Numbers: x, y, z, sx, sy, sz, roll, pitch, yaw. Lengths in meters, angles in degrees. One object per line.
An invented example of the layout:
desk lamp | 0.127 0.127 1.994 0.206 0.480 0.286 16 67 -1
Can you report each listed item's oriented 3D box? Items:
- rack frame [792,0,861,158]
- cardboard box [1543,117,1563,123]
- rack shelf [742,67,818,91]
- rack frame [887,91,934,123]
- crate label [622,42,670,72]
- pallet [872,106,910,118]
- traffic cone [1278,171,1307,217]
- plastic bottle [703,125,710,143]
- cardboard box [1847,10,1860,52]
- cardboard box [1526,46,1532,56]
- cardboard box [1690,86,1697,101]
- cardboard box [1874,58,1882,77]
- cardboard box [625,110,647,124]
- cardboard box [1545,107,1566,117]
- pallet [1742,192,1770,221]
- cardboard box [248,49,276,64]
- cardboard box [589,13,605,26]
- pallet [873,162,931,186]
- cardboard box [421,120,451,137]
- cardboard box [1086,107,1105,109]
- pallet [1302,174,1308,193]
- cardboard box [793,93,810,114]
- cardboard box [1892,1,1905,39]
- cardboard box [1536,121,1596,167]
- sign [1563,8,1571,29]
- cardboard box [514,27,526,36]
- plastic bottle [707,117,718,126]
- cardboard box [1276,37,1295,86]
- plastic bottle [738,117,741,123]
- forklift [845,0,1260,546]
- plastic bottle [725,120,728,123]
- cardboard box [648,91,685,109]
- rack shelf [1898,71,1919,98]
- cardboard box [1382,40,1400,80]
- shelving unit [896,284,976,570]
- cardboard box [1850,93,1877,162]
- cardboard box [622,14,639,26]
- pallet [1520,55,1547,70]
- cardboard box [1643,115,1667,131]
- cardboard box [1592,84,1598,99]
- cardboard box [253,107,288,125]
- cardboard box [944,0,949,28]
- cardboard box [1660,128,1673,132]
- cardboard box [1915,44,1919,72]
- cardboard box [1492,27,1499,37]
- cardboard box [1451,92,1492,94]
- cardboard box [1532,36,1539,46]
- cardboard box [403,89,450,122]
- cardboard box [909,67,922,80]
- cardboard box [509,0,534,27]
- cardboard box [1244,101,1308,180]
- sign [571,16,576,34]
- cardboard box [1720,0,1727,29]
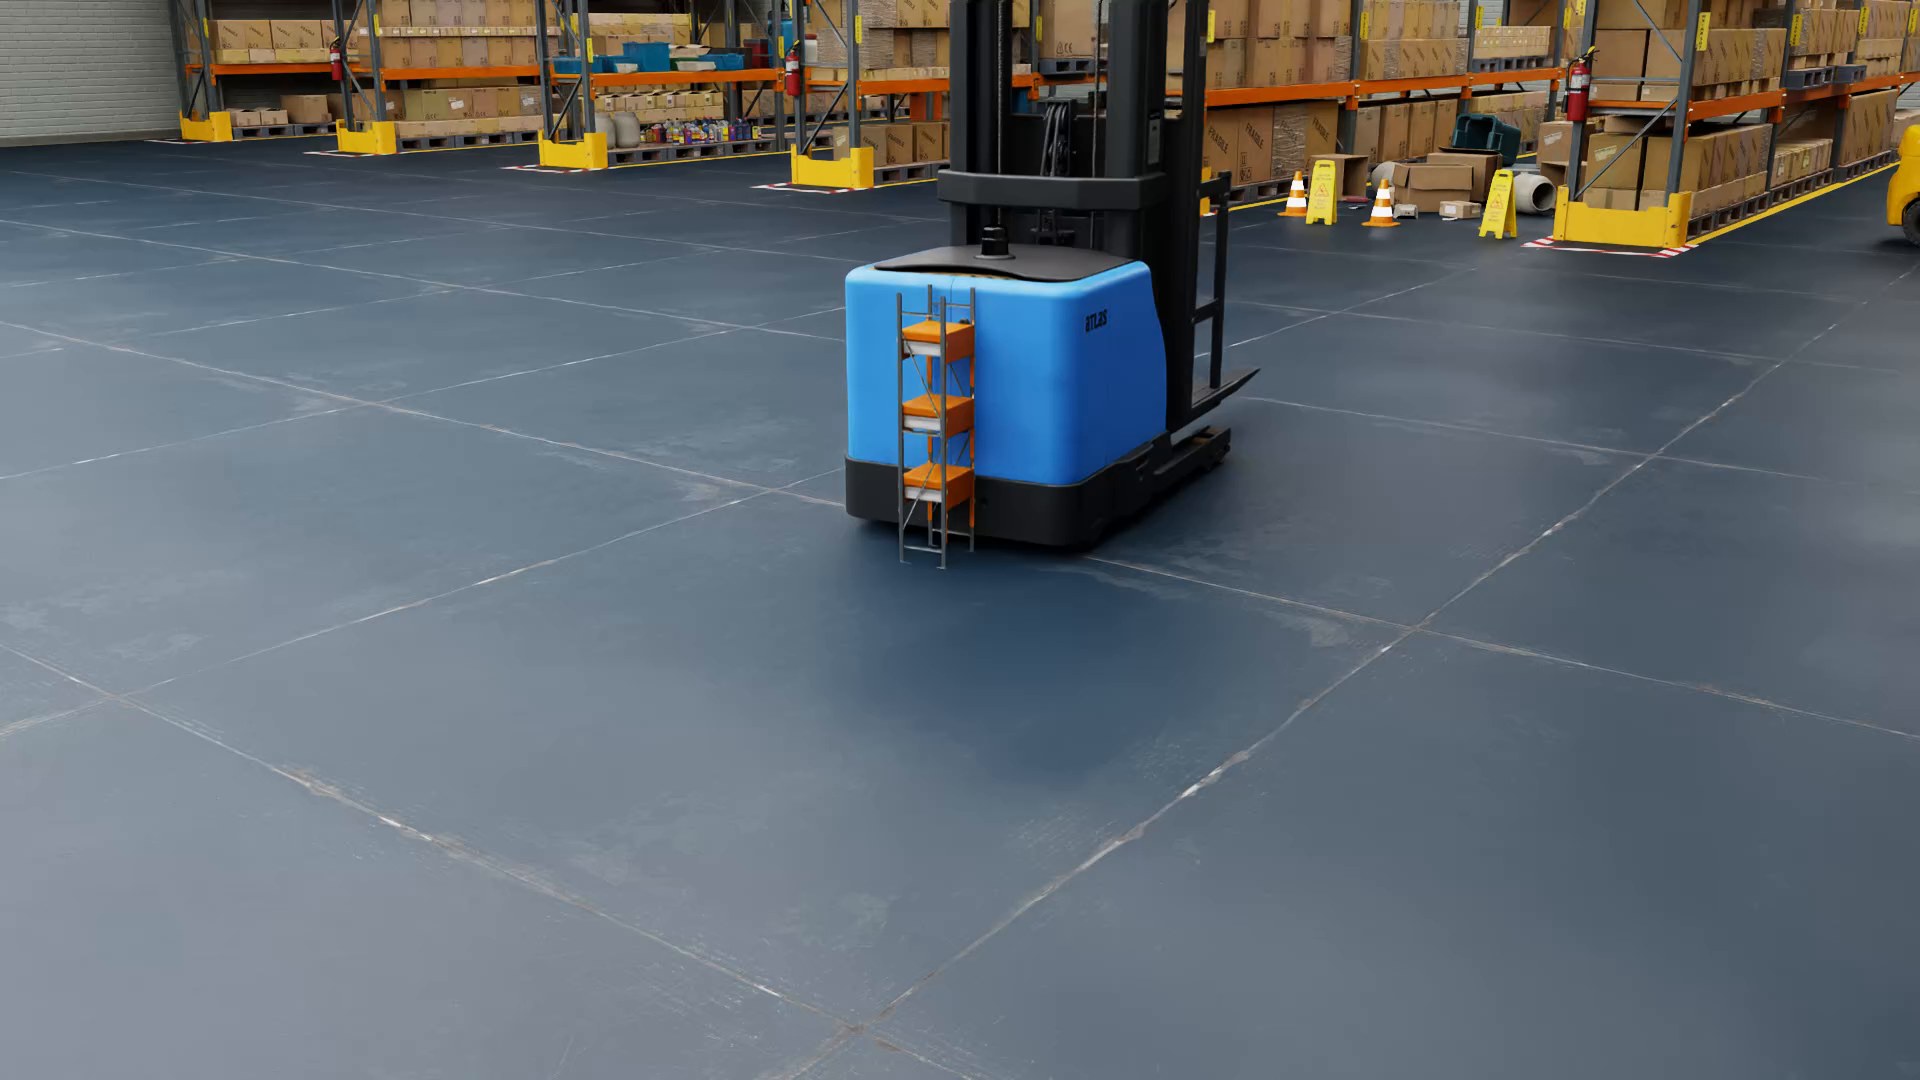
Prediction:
rack frame | -1.699 -6.021 21.073 1.000 3.000 0.127 12 21 35
cardboard box | 9.847 -6.989 27.789 0.380 0.149 0.250 14 22 37
rack shelf | -2.102 -7.981 28.600 1.077 0.370 4.000 12 21 35
rack frame | -0.910 -8.801 30.027 1.000 3.000 0.127 12 21 35
crate label | -4.798 -7.399 25.452 0.502 0.435 0.616 12 21 35
pallet | -1.367 -9.753 37.796 1.003 0.211 1.213 12 21 35
traffic cone | 3.681 -3.784 18.149 0.336 0.463 0.334 12 21 35
plastic bottle | -3.962 -6.333 25.939 0.097 0.271 0.097 0 17 0
cardboard box | 10.979 -6.408 20.942 0.500 0.500 0.500 12 21 33
cardboard box | 8.842 -7.749 26.353 0.380 0.149 0.250 11 20 32
cardboard box | 6.767 -4.256 15.816 0.380 0.149 0.250 13 21 35
cardboard box | 12.420 -6.543 23.008 0.500 0.250 0.500 12 21 35
cardboard box | -6.218 -7.910 31.085 0.500 0.250 0.500 12 21 33
cardboard box | 9.957 -7.202 27.973 0.380 0.149 0.250 14 22 37
pallet | 8.271 -3.724 18.380 1.003 0.211 1.213 12 21 35
cardboard box | -12.790 -8.771 30.148 0.500 0.250 0.500 12 21 33
cardboard box | -8.070 -11.300 36.106 0.500 0.250 0.500 12 21 34
pallet | -1.142 -4.894 22.148 1.003 0.211 1.213 12 21 35
cardboard box | -8.860 -6.868 27.729 0.500 0.250 0.500 12 21 35
cardboard box | 2.364 -6.645 26.557 0.700 0.500 0.500 10 20 30
pallet | 4.091 -4.574 21.116 1.003 0.211 1.213 12 21 35
cardboard box | -3.468 -9.121 34.531 0.500 0.500 0.500 12 21 33
cardboard box | 13.043 -7.377 23.588 0.500 0.500 0.500 13 21 36
cardboard box | 7.195 -4.697 19.750 0.500 0.500 0.500 12 21 35
sign | 9.822 -8.434 26.892 0.100 0.325 0.005 12 21 35
cardboard box | -7.718 -8.795 28.747 0.380 0.149 0.250 12 21 35
plastic bottle | -3.992 -6.649 26.822 0.144 0.351 0.185 12 21 35
cardboard box | 3.436 -5.668 19.684 0.875 0.550 0.500 12 21 35
plastic bottle | -3.562 -6.615 26.711 0.144 0.351 0.185 12 21 35
forklift | 0.641 -1.768 7.495 1.130 2.935 3.031 8 19 25
plastic bottle | -3.836 -6.757 27.304 0.097 0.271 0.097 0 17 0
cardboard box | -5.608 -8.420 31.781 0.500 0.311 0.500 12 21 34
rack shelf | 14.601 -7.260 26.278 1.077 0.370 4.000 12 21 35
cardboard box | 5.437 -6.319 21.864 0.500 0.500 0.500 13 21 35
shelving unit | -0.089 -0.431 6.363 0.215 1.050 0.252 8 19 25
cardboard box | 12.039 -5.722 22.987 0.875 0.875 0.875 13 21 35
cardboard box | -7.476 -11.543 36.887 0.500 0.250 0.500 12 21 34
pallet | 8.802 -7.730 26.902 1.003 0.211 1.213 12 21 35
cardboard box | 7.003 -4.283 17.047 0.380 0.149 0.250 14 22 37
cardboard box | 6.372 -4.356 16.137 0.380 0.149 0.250 12 21 34
cardboard box | -12.809 -7.857 30.779 0.500 0.311 0.500 15 22 39
cardboard box | -0.259 -7.128 22.283 0.500 0.500 0.500 12 21 35
cardboard box | 7.142 -3.996 17.217 0.500 0.500 0.500 12 21 33
cardboard box | 14.504 -7.477 25.595 0.500 0.500 0.500 13 21 35
cardboard box | 7.887 -7.651 25.036 0.380 0.149 0.250 11 21 32
cardboard box | 8.099 -6.966 26.359 0.500 0.250 0.500 13 22 37
cardboard box | 8.989 -7.950 26.499 0.380 0.149 0.250 14 22 37
cardboard box | -8.858 -7.225 27.617 0.500 0.500 0.500 12 21 35
cardboard box | -0.726 -6.161 21.949 0.380 0.149 0.250 12 21 35
cardboard box | -7.829 -9.165 28.842 0.700 0.500 0.500 12 21 35
cardboard box | 3.642 -4.906 20.358 0.875 0.875 0.875 13 21 35
sign | -6.823 -9.078 29.326 0.100 0.325 0.005 12 21 35
cardboard box | 7.564 -5.590 17.332 0.700 0.500 0.500 12 21 33
